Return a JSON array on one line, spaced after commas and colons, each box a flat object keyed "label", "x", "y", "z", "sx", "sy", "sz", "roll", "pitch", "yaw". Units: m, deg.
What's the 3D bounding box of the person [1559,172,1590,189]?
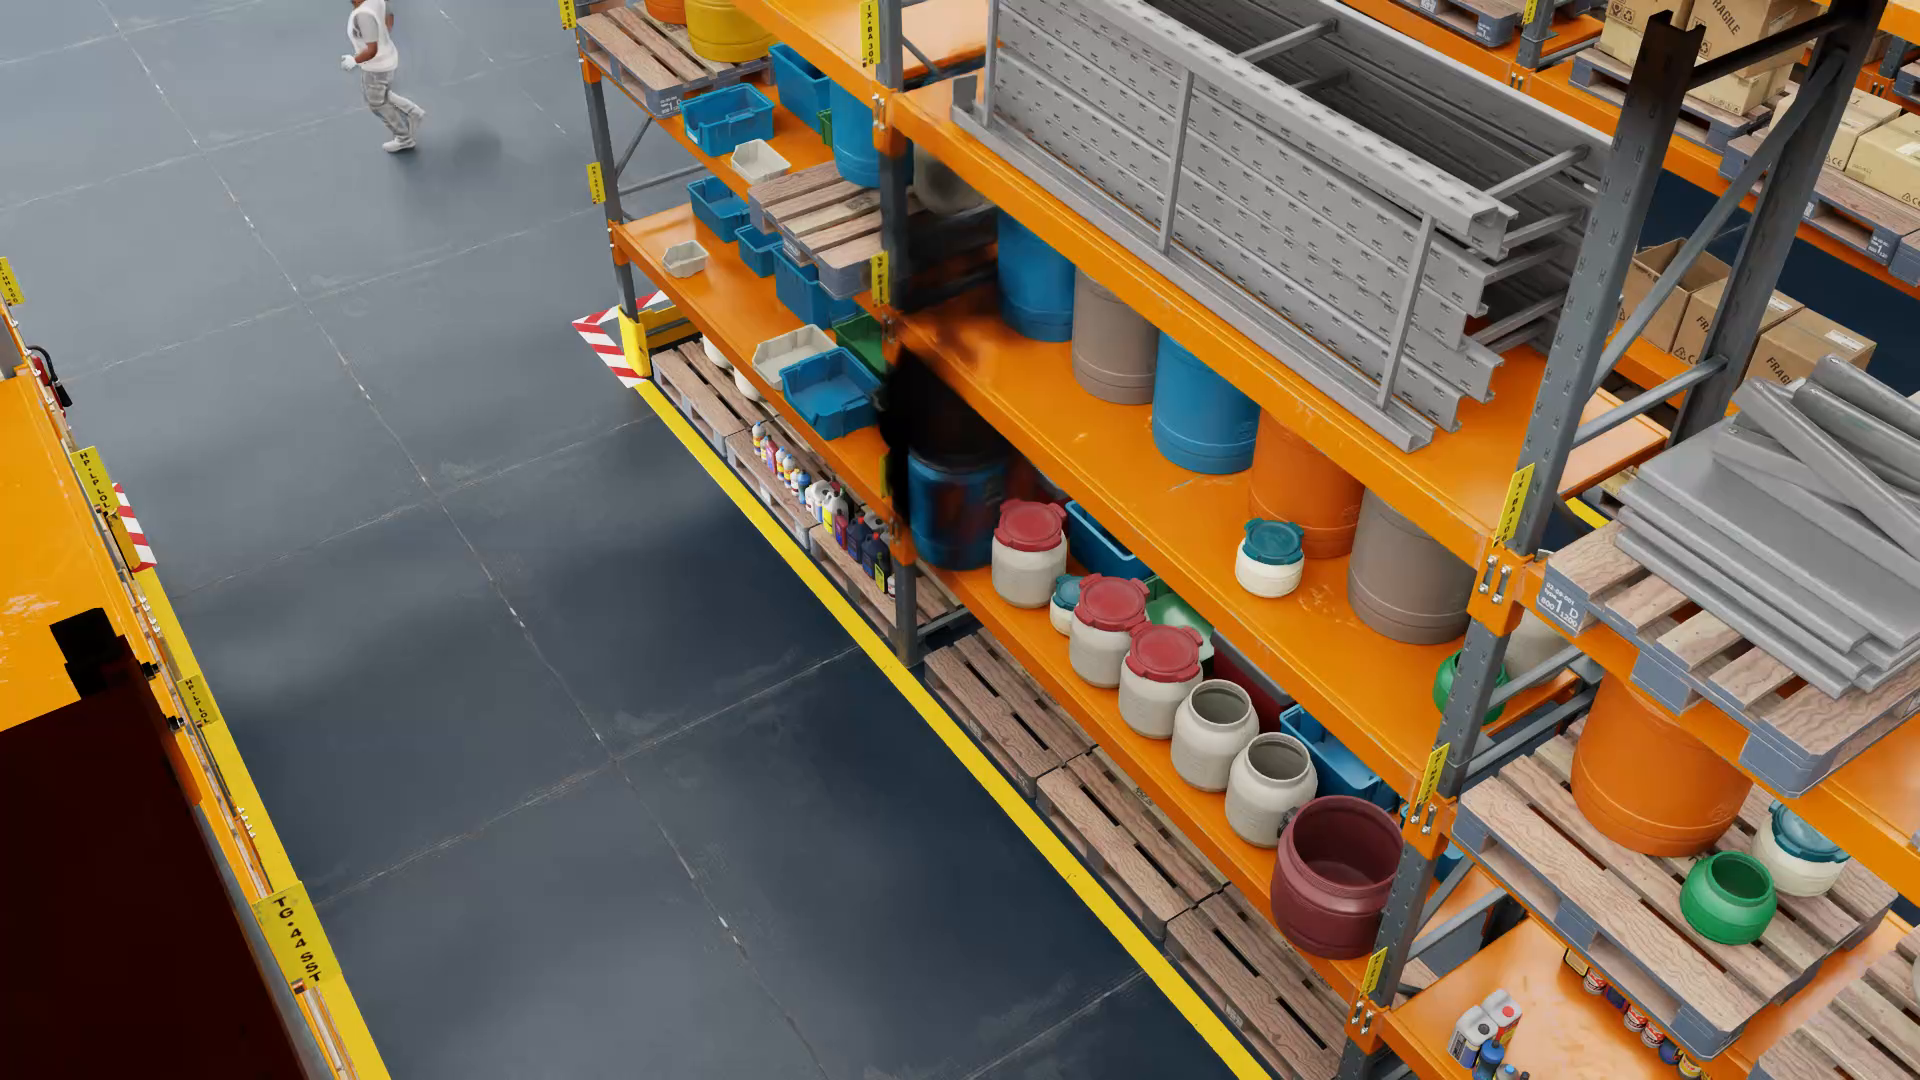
[{"label": "person", "x": 4.988, "y": -3.012, "z": 13.746, "sx": 0.716, "sy": 1.744, "sz": 0.618, "roll": -24, "pitch": 48, "yaw": -24}]

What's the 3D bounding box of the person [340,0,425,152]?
[{"label": "person", "x": -5.356, "y": -4.365, "z": 15.218, "sx": 0.541, "sy": 1.746, "sz": 0.695, "roll": -6, "pitch": 43, "yaw": -7}]
